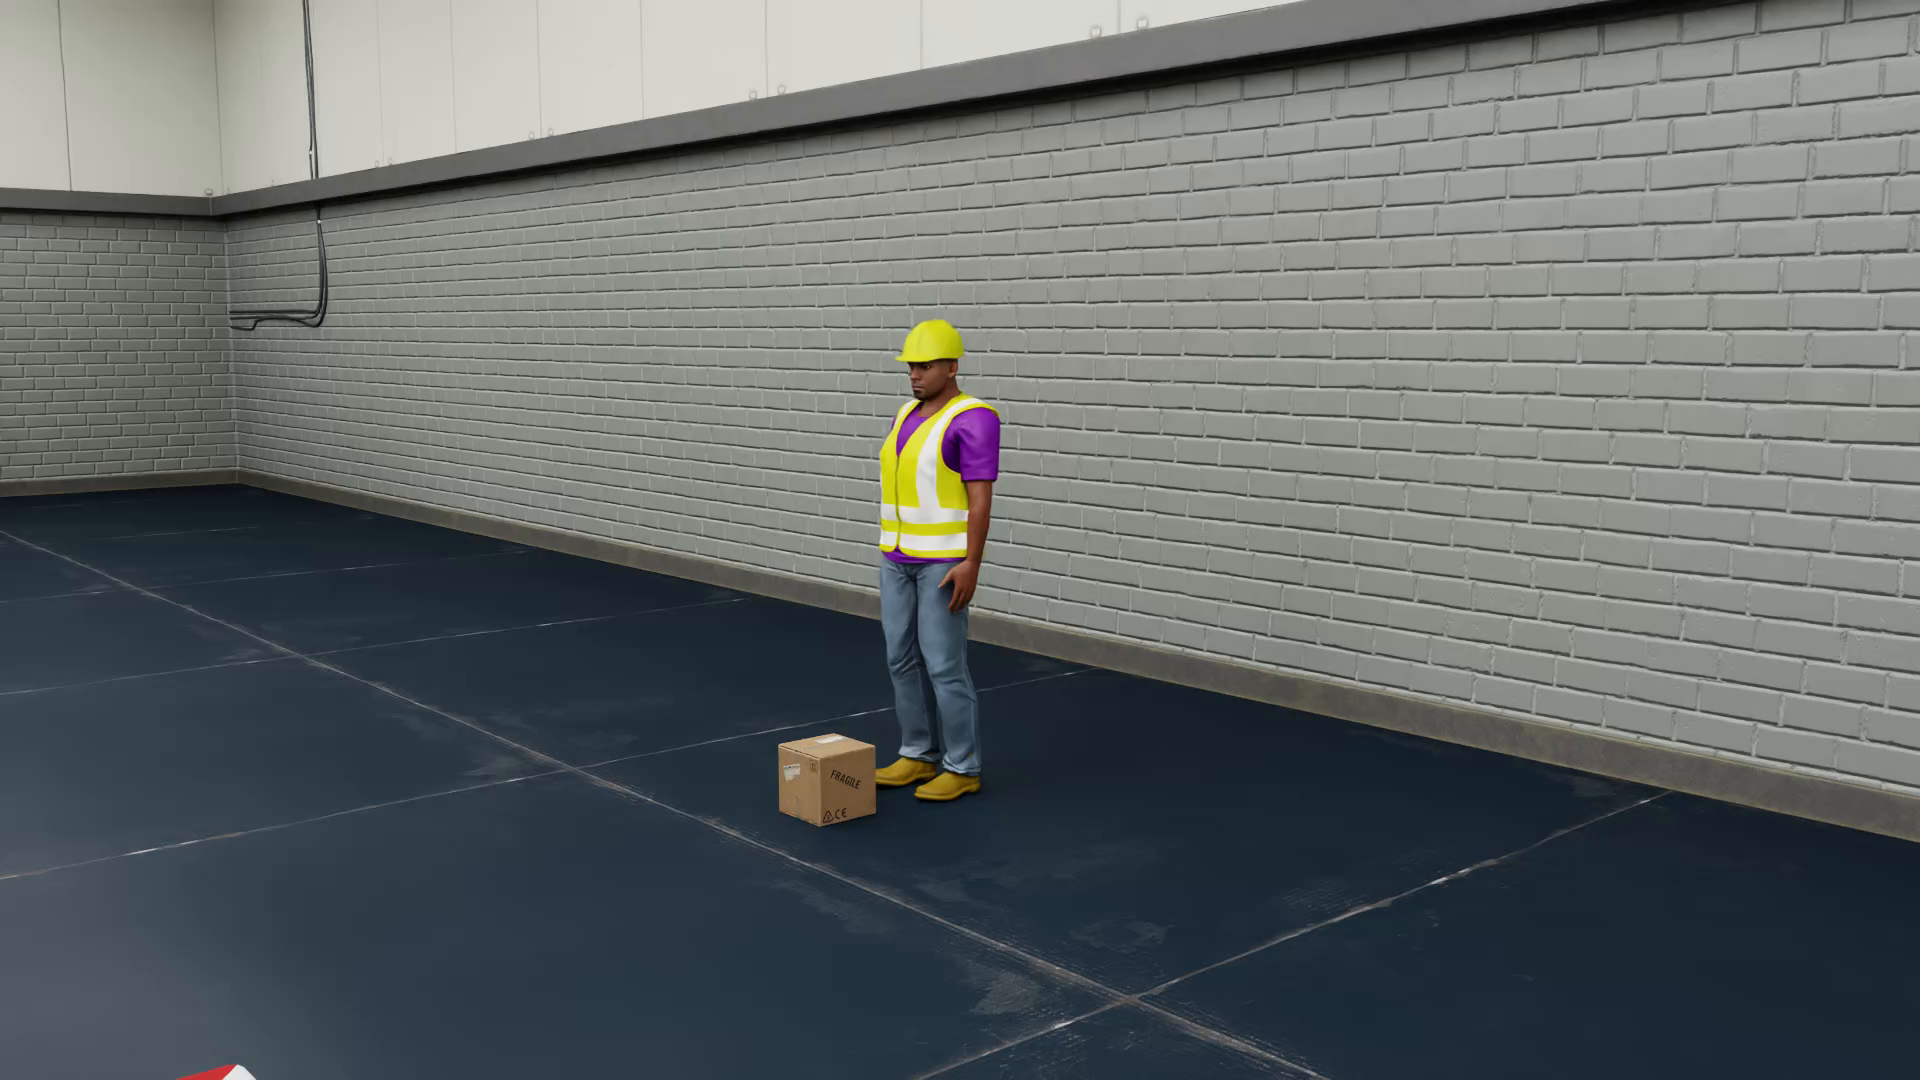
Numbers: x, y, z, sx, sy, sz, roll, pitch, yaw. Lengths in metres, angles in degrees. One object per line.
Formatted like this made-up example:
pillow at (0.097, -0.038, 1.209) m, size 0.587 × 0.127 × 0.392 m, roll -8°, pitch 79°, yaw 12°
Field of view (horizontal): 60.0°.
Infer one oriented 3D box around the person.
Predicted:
person at (-0.101, 0.068, 6.169) m, size 0.366 × 1.763 × 0.565 m, roll -6°, pitch 10°, yaw -40°
